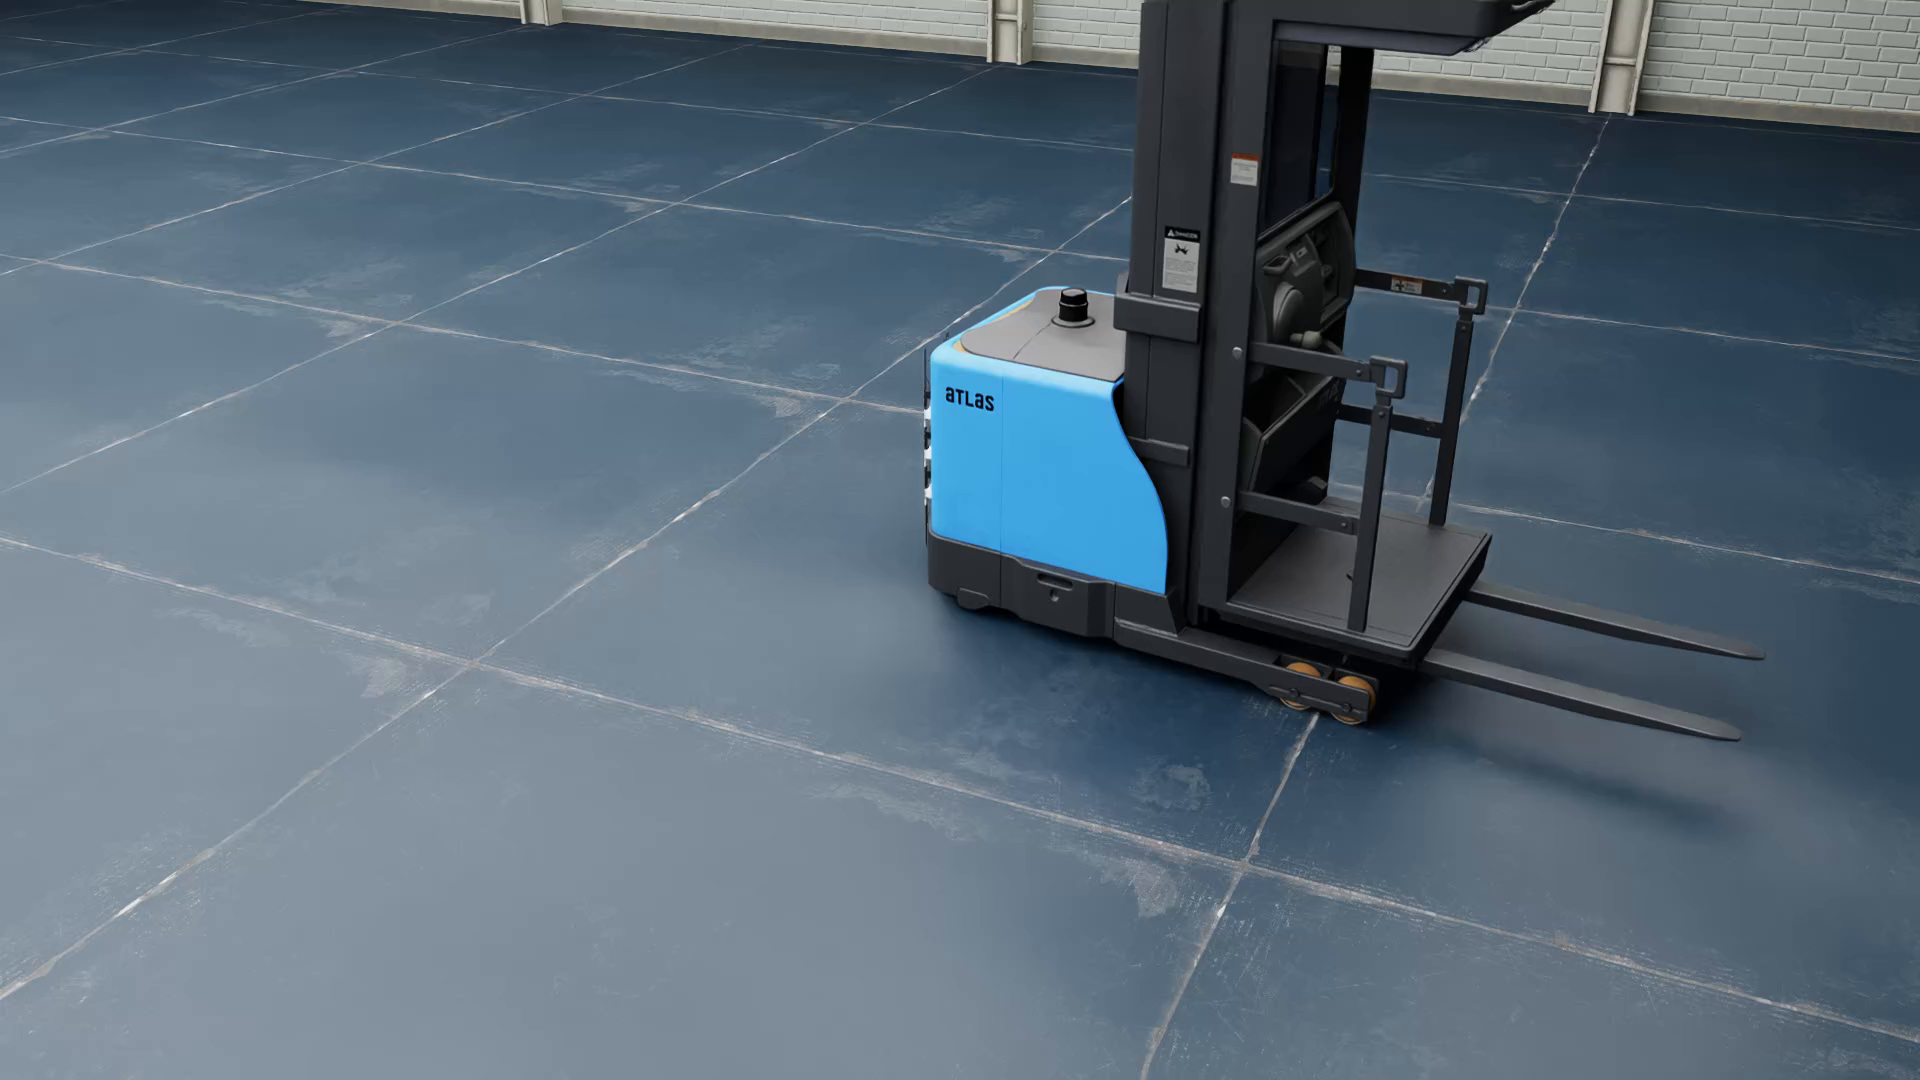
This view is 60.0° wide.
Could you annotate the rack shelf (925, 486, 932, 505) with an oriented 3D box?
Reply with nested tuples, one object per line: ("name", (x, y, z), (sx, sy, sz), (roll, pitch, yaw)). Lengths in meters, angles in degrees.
("rack shelf", (-0.007, -0.214, 7.148), (0.200, 0.077, 0.258), (11, 28, 22))

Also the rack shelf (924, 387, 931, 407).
("rack shelf", (-0.007, -0.618, 6.950), (0.200, 0.077, 0.258), (11, 28, 22))

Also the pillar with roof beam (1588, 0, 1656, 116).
("pillar with roof beam", (4.202, -6.245, 9.746), (0.400, 9.000, 9.100), (11, 28, 22))

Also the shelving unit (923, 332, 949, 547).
("shelving unit", (-0.007, -0.405, 7.054), (0.210, 0.900, 0.258), (11, 28, 22))

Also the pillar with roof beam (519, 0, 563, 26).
("pillar with roof beam", (-6.722, -8.439, 14.203), (0.400, 9.000, 9.100), (11, 28, 22))

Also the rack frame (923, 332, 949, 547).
("rack frame", (-0.100, -0.424, 7.092), (0.006, 0.900, 0.240), (11, 28, 22))

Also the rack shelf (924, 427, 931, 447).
("rack shelf", (-0.007, -0.456, 7.029), (0.200, 0.077, 0.258), (11, 28, 22))

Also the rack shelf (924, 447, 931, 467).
("rack shelf", (-0.007, -0.375, 7.069), (0.200, 0.077, 0.258), (11, 28, 22))

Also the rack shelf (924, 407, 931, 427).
("rack shelf", (-0.007, -0.537, 6.989), (0.200, 0.077, 0.258), (11, 28, 22))

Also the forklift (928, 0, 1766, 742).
("forklift", (1.404, -0.927, 5.815), (3.031, 2.935, 1.130), (15, 30, 27))

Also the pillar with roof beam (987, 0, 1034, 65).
("pillar with roof beam", (-1.260, -7.342, 11.974), (0.400, 9.000, 9.100), (11, 28, 22))

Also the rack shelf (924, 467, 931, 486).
("rack shelf", (-0.007, -0.295, 7.109), (0.200, 0.077, 0.258), (11, 28, 22))
